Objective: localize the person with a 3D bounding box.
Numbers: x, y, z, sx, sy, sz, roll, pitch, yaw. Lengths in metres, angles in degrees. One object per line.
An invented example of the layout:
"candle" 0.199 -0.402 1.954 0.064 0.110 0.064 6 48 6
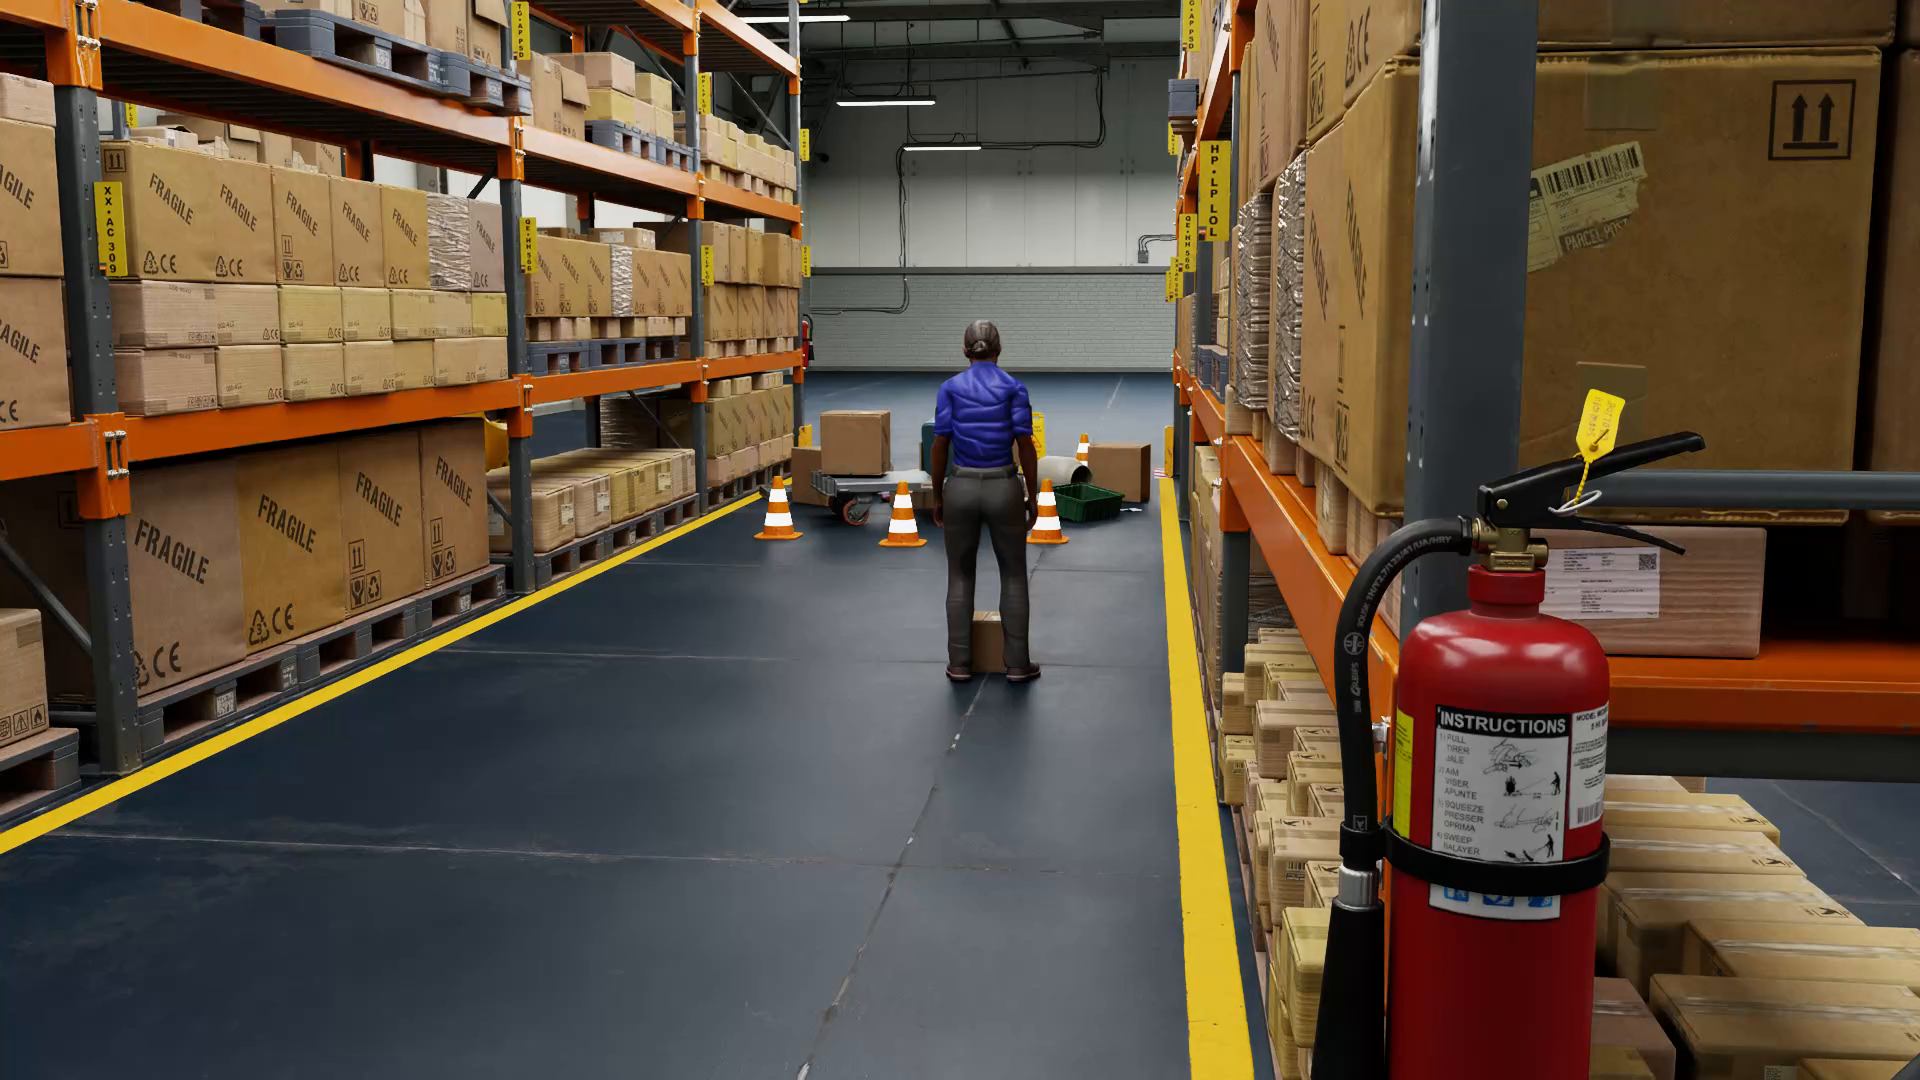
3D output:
"person" 0.118 -0.178 7.633 0.504 1.655 0.349 1 8 7
